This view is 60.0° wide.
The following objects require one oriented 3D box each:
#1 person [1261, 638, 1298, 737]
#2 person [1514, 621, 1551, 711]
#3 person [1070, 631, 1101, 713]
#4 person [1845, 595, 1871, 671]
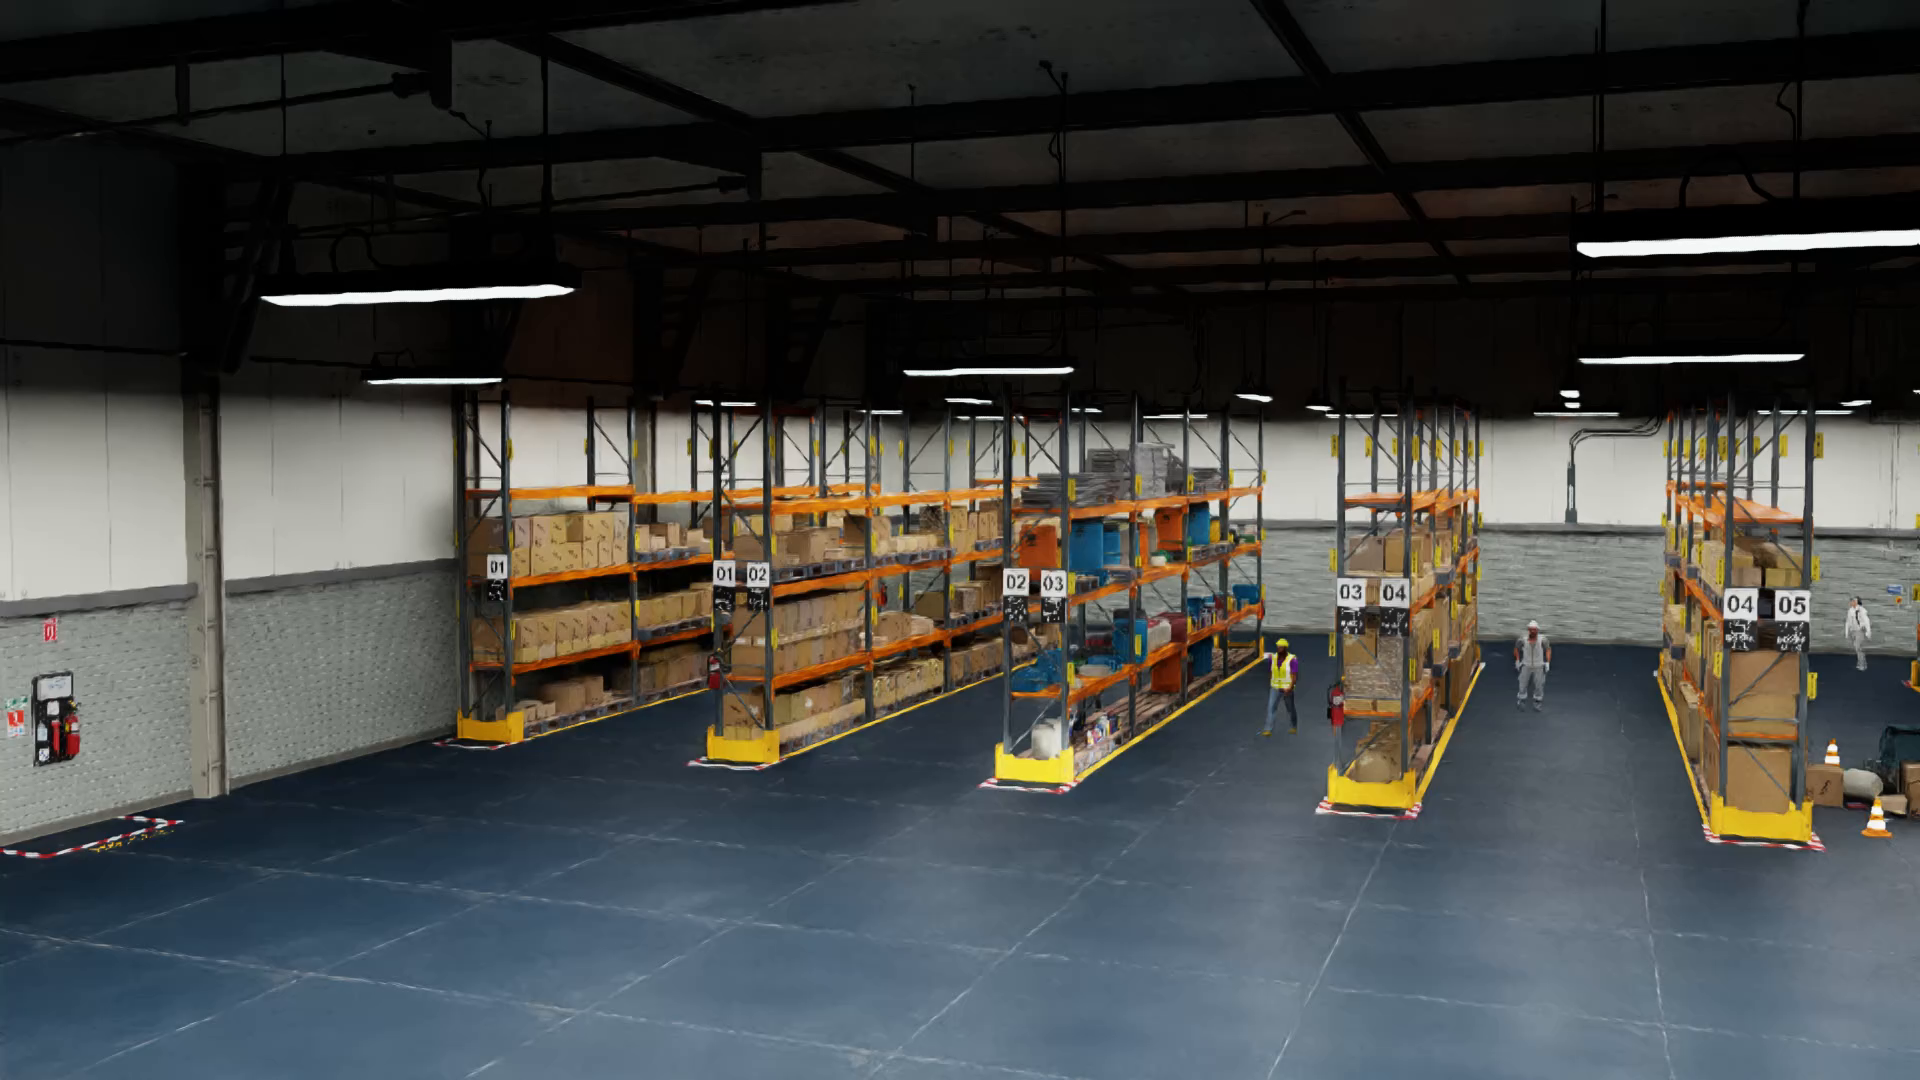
[{"bbox_3d":[5.601,2.550,28.869,0.570,1.708,1.041,2,4,29],"label":"person"},{"bbox_3d":[10.884,2.398,31.631,0.677,1.742,0.552,1,3,19],"label":"person"},{"bbox_3d":[2.338,2.465,31.027,0.443,1.621,1.001,2,4,30],"label":"person"},{"bbox_3d":[20.395,2.091,37.721,0.465,1.684,0.583,-1,3,-15],"label":"person"}]
